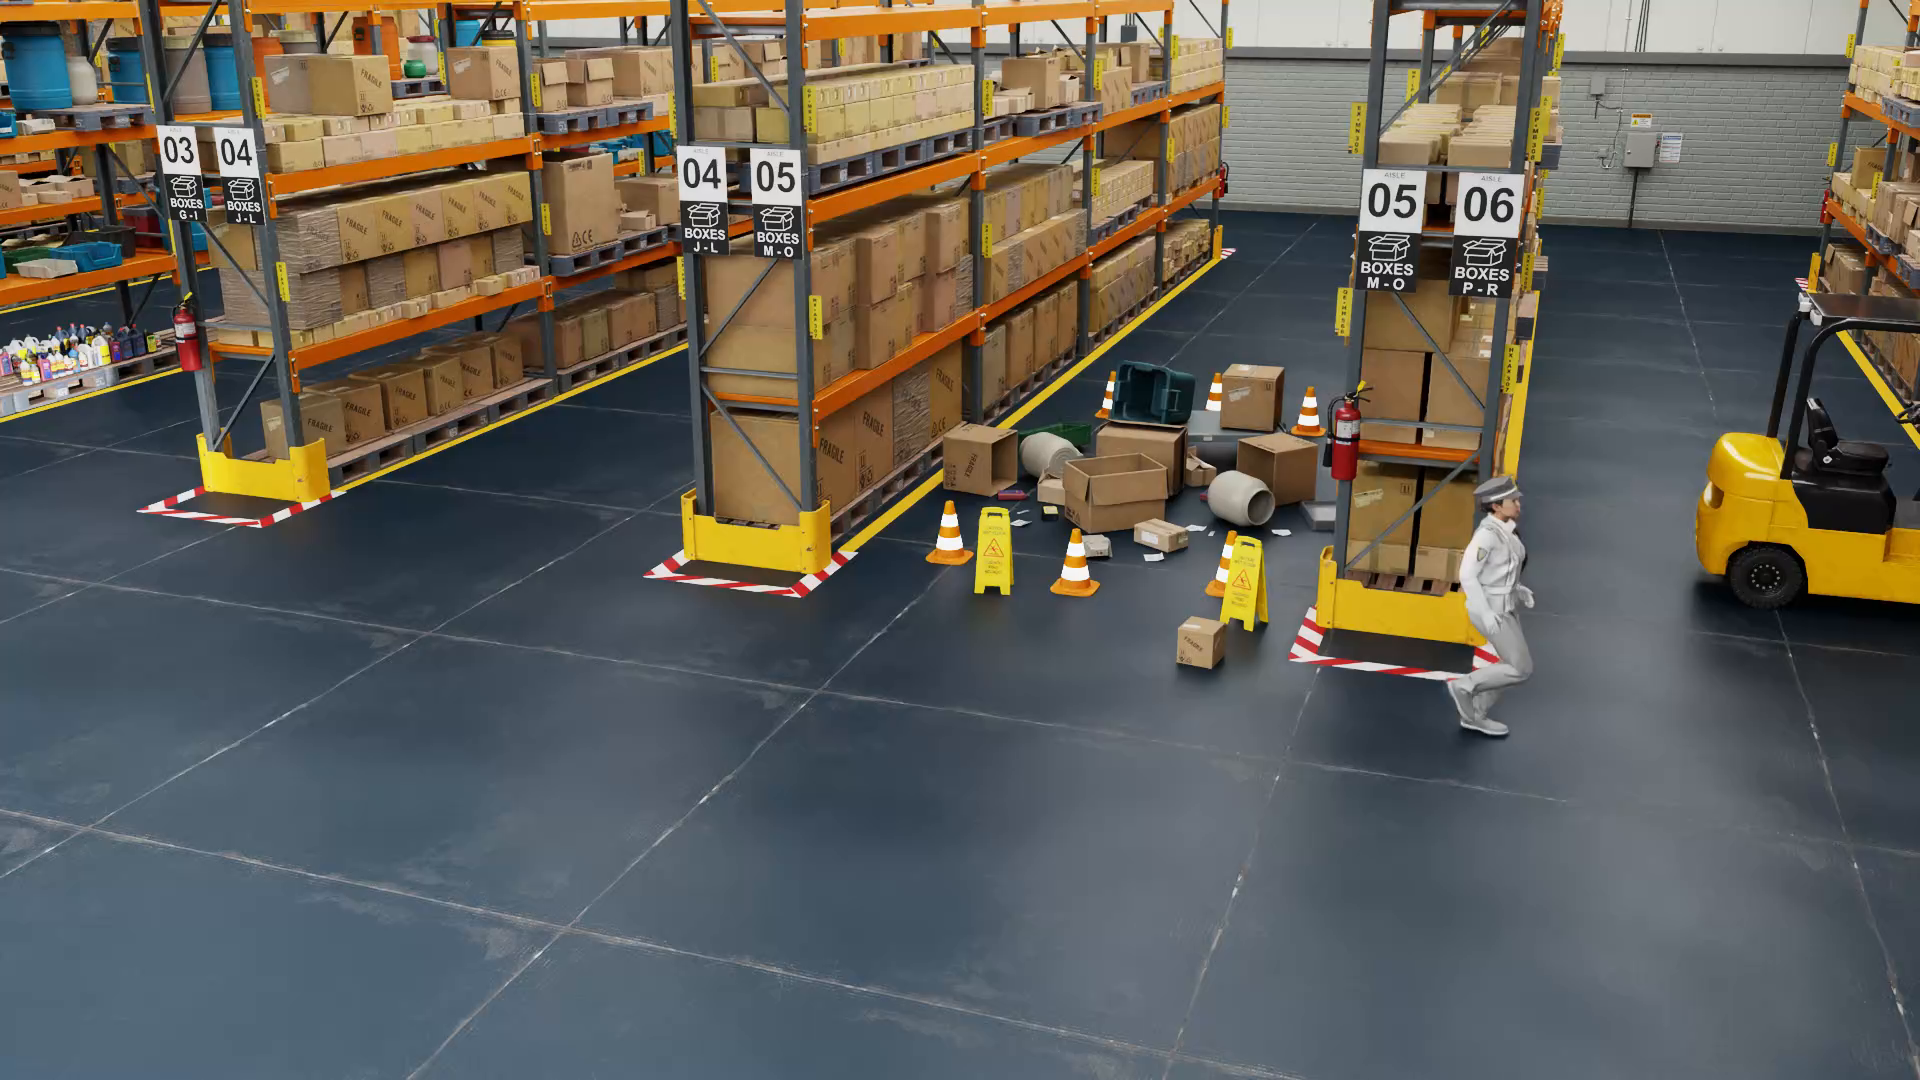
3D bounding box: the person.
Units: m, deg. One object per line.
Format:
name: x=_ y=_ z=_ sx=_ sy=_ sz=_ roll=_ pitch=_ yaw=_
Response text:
person: x=3.208 y=0.393 z=9.906 sx=0.487 sy=1.631 sz=0.608 roll=8 pitch=20 yaw=22
